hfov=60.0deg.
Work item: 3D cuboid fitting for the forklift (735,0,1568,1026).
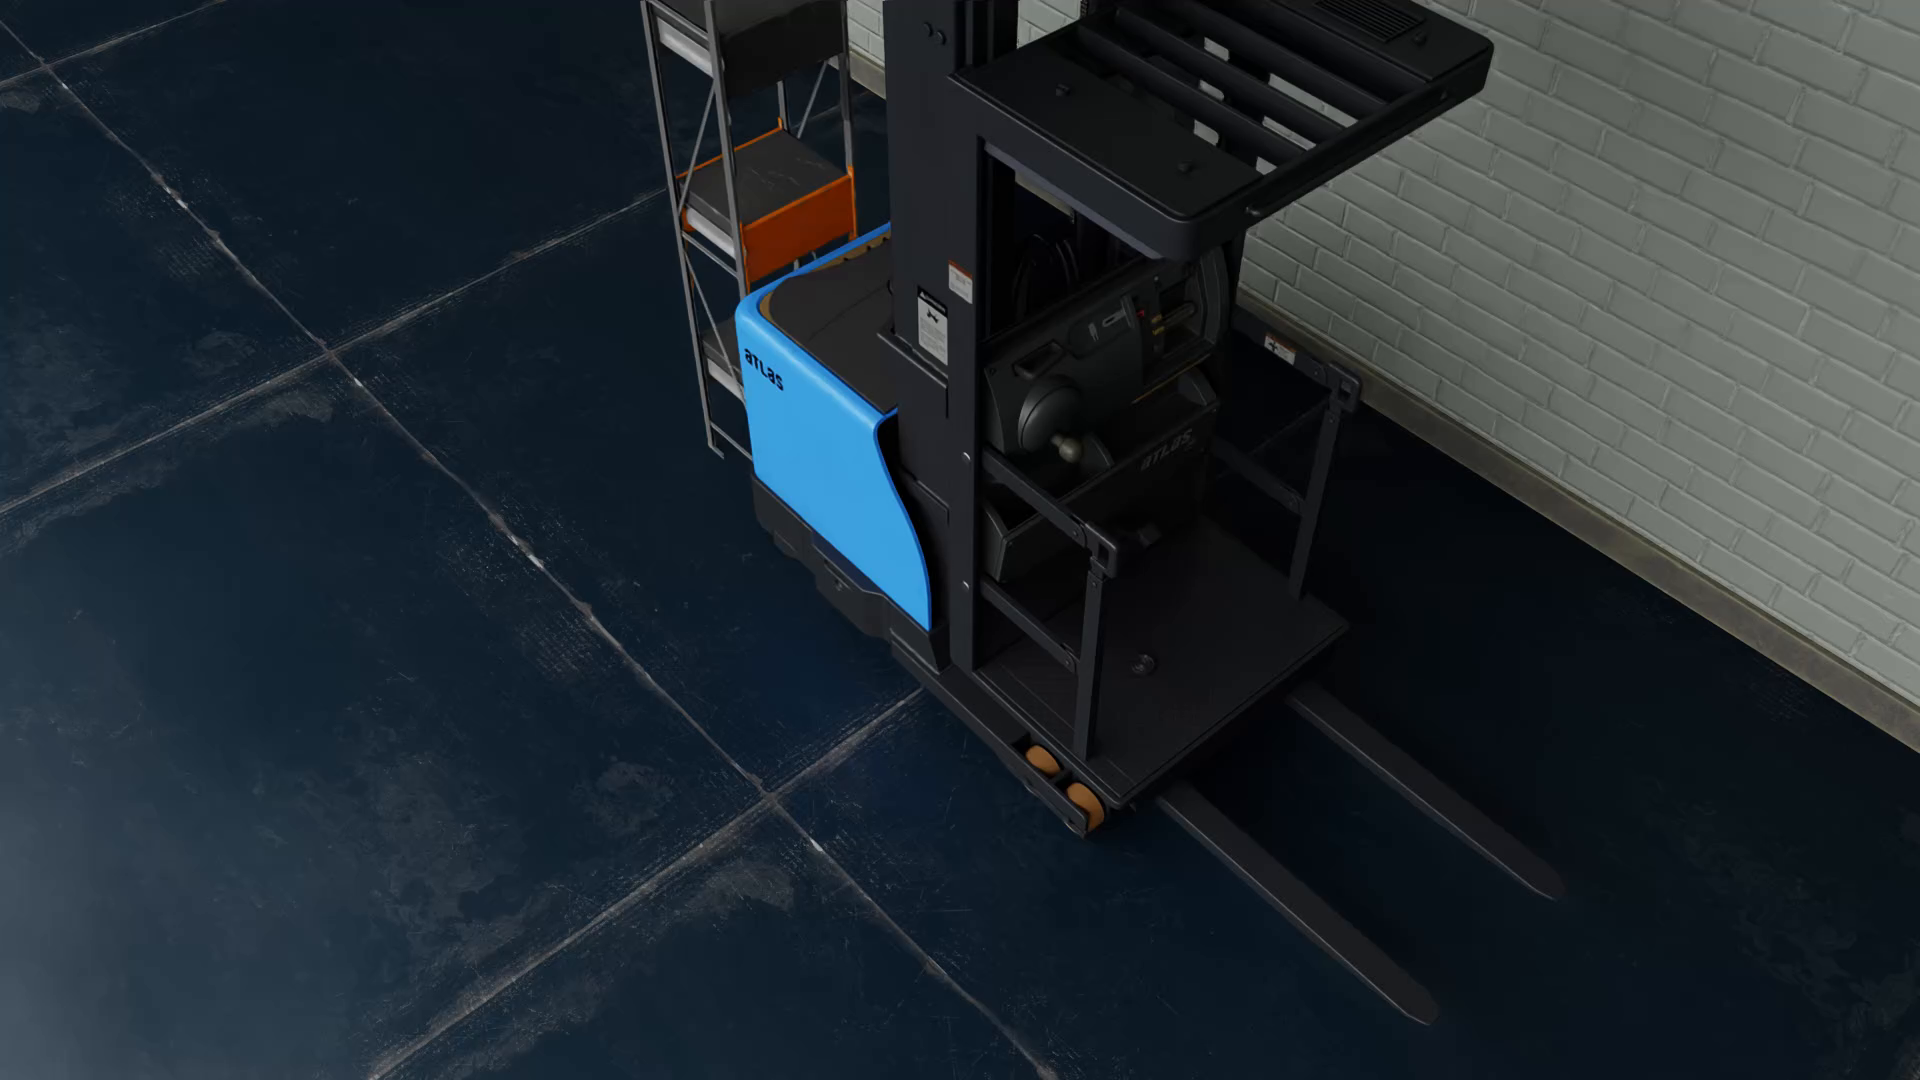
[{"bbox_3d":[0.578,-0.473,4.692,1.130,2.935,3.031,-33,55,-26],"label":"forklift"}]

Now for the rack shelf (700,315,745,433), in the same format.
[{"bbox_3d":[-0.676,-0.614,6.359,0.480,0.518,0.431,-33,56,-27],"label":"rack shelf"}]

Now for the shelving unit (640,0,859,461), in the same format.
[{"bbox_3d":[-0.676,-1.098,5.834,0.503,2.100,0.431,-33,56,-27],"label":"shelving unit"}]

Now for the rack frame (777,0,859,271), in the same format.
[{"bbox_3d":[-0.495,-1.218,5.945,0.015,2.100,0.400,-33,56,-27],"label":"rack frame"}]

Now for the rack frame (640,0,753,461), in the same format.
[{"bbox_3d":[-0.858,-0.978,5.724,0.015,2.100,0.400,-33,56,-27],"label":"rack frame"}]

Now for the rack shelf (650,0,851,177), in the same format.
[{"bbox_3d":[-0.676,-1.563,5.330,0.480,0.518,0.431,-33,56,-27],"label":"rack shelf"}]

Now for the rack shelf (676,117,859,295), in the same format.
[{"bbox_3d":[-0.676,-1.088,5.844,0.480,0.518,0.431,-33,56,-27],"label":"rack shelf"}]
